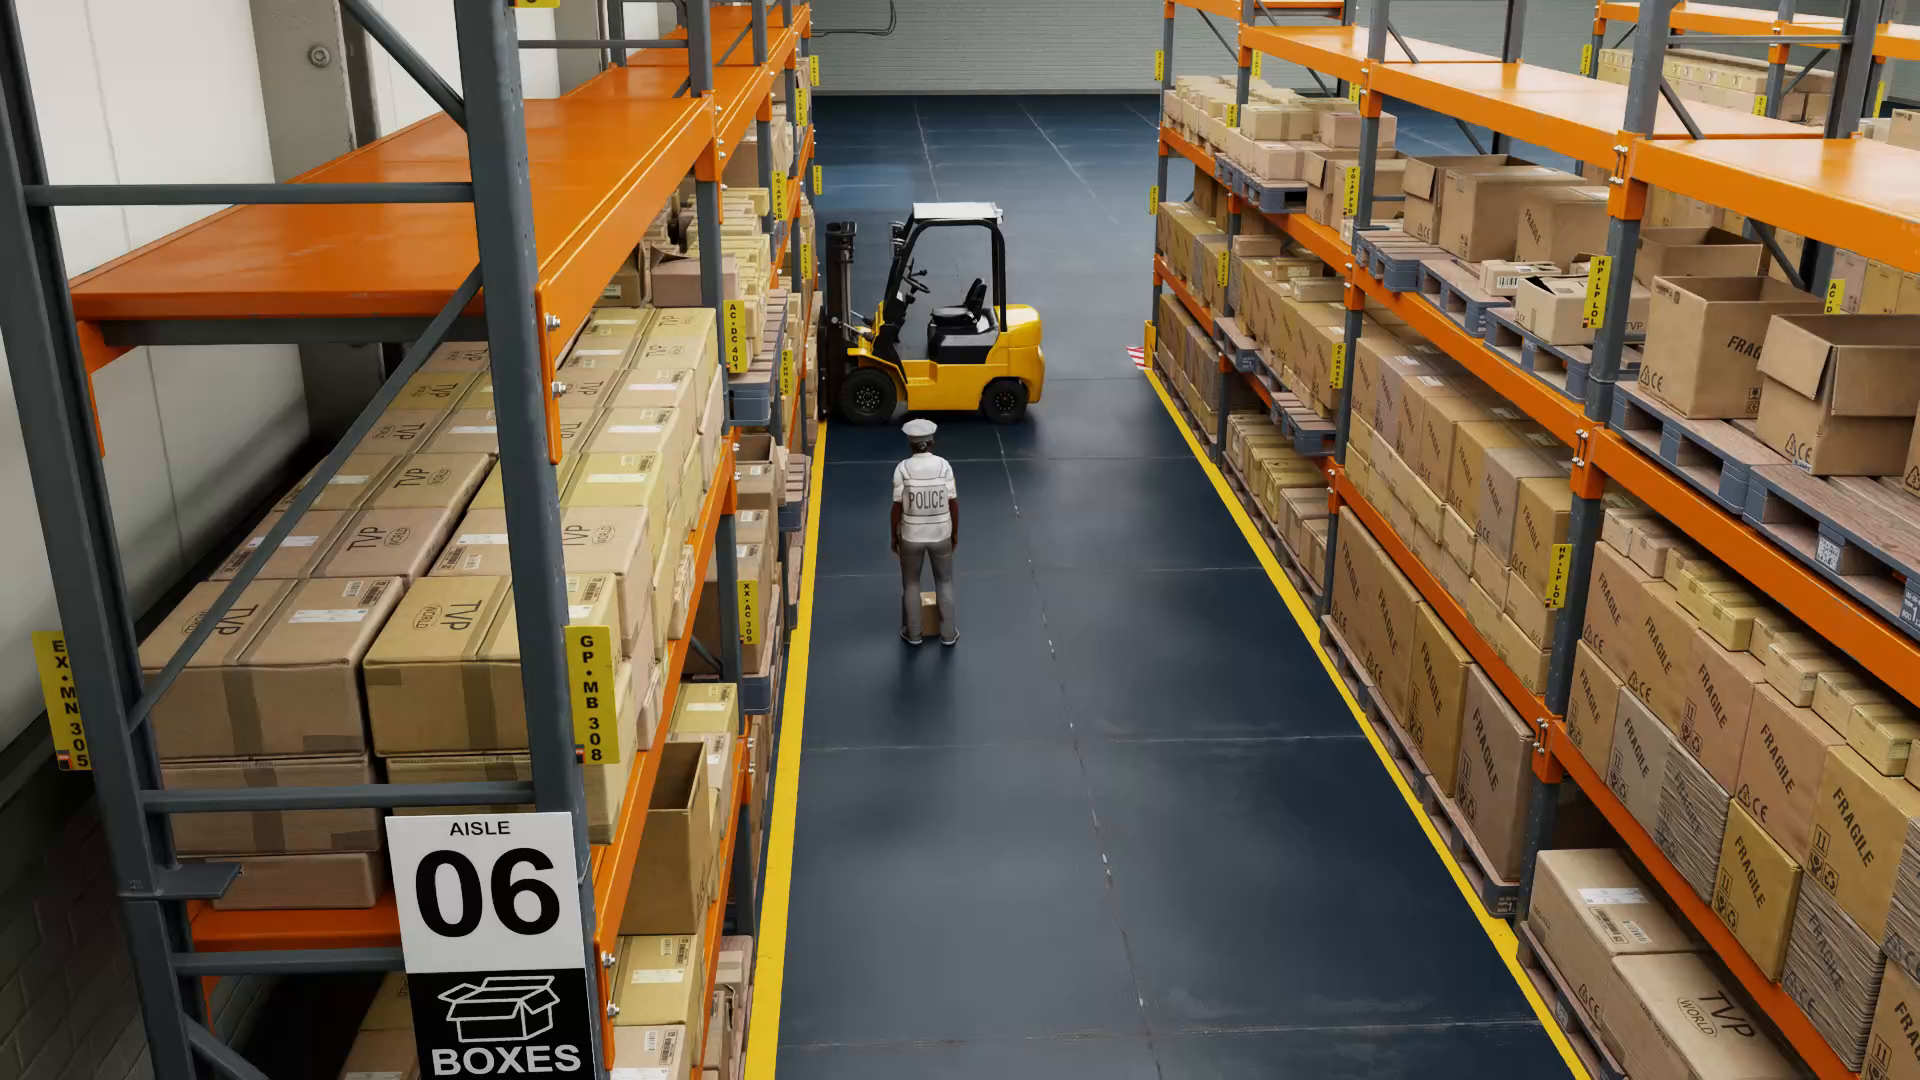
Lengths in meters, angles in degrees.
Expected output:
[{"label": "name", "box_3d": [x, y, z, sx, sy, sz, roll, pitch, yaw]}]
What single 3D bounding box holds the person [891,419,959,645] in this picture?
[{"label": "person", "box_3d": [-0.249, -0.029, 11.975, 0.507, 1.660, 0.415, -3, 21, -8]}]
